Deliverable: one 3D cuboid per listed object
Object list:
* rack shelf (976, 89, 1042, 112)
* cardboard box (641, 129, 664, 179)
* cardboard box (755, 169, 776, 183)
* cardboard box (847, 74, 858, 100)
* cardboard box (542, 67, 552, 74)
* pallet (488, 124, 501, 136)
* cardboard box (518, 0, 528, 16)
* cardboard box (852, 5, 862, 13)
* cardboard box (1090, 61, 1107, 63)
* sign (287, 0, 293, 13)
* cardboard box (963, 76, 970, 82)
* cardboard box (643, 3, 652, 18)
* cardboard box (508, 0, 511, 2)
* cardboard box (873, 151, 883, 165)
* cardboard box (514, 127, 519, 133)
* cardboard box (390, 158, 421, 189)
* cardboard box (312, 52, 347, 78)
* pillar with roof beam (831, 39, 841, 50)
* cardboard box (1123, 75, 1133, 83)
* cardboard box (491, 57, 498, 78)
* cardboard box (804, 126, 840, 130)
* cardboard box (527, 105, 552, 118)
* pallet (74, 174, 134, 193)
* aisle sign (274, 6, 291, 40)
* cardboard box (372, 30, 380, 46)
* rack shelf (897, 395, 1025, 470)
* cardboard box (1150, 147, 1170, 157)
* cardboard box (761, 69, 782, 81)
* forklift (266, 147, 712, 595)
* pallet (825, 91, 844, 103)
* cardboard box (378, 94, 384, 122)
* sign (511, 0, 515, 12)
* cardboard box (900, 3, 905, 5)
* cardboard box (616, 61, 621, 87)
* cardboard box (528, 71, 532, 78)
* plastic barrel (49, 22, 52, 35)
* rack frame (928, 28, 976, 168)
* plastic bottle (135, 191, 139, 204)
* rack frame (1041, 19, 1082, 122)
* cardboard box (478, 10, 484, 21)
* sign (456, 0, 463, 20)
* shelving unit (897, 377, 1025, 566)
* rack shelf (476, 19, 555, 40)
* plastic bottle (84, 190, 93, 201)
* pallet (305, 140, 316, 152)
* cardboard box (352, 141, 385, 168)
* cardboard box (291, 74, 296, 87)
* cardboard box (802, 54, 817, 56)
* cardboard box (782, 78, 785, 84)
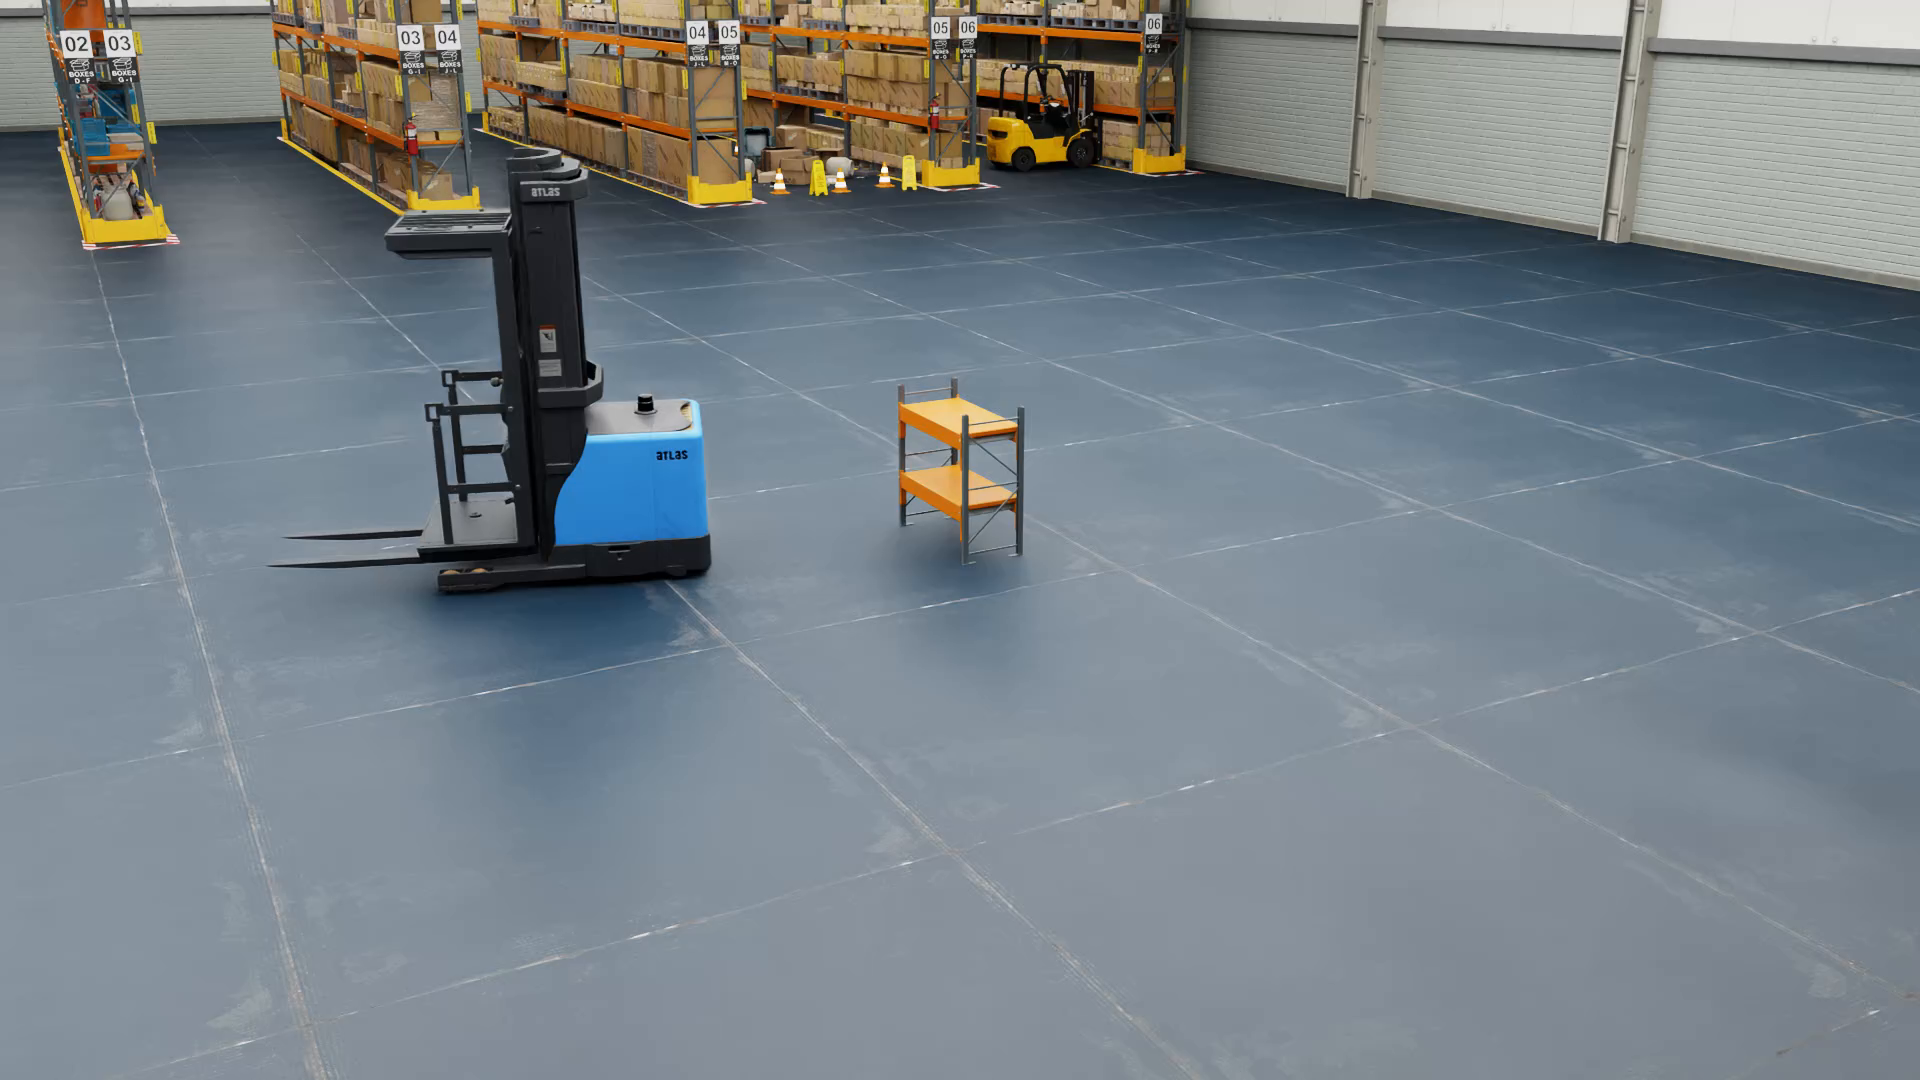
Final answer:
[{"bbox_3d":[1.372,-10.655,40.014,1.077,0.370,4.000,-10,21,-27],"label":"rack shelf"},{"bbox_3d":[-5.685,-7.600,32.671,0.875,0.875,0.875,-10,21,-26],"label":"cardboard box"},{"bbox_3d":[-3.916,-7.355,33.539,0.396,0.266,0.258,-6,20,-17],"label":"cardboard box"},{"bbox_3d":[-2.081,-9.670,35.446,0.500,0.500,0.500,-10,21,-27],"label":"cardboard box"},{"bbox_3d":[-9.261,-10.658,37.749,0.380,0.149,0.250,-9,21,-25],"label":"cardboard box"},{"bbox_3d":[-11.661,-10.722,43.379,1.003,0.211,1.213,-10,21,-27],"label":"pallet"},{"bbox_3d":[-10.069,-12.690,39.413,0.700,0.500,0.500,-10,21,-27],"label":"cardboard box"},{"bbox_3d":[-2.034,-11.116,34.812,0.380,0.149,0.250,-9,21,-25],"label":"cardboard box"},{"bbox_3d":[3.133,-10.656,37.311,0.380,0.149,0.250,-10,22,-28],"label":"cardboard box"},{"bbox_3d":[-15.053,-12.026,37.372,0.100,0.325,0.005,-10,21,-27],"label":"sign"},{"bbox_3d":[0.418,-11.333,41.106,0.500,0.250,0.500,-10,21,-26],"label":"cardboard box"},{"bbox_3d":[-5.646,-9.971,31.306,0.500,0.250,0.500,-10,21,-26],"label":"cardboard box"},{"bbox_3d":[-10.676,-13.046,40.093,0.380,0.149,0.250,-9,21,-25],"label":"cardboard box"},{"bbox_3d":[-1.485,-8.035,34.891,0.500,0.250,0.500,-10,22,-27],"label":"cardboard box"},{"bbox_3d":[-10.870,-10.216,41.366,0.380,0.149,0.250,-11,22,-28],"label":"cardboard box"},{"bbox_3d":[-10.333,-6.849,31.069,0.500,0.500,0.500,-3,19,-9],"label":"cardboard box"},{"bbox_3d":[-13.939,-10.553,36.925,0.797,0.503,0.637,-10,21,-26],"label":"cardboard box"},{"bbox_3d":[-7.653,-16.949,47.953,9.100,9.000,0.400,-10,21,-27],"label":"pillar with roof beam"},{"bbox_3d":[3.662,-9.752,35.145,0.380,0.149,0.250,-10,21,-26],"label":"cardboard box"},{"bbox_3d":[-11.584,-12.024,42.270,0.500,0.500,0.500,-10,21,-26],"label":"cardboard box"},{"bbox_3d":[-3.328,-9.381,38.605,0.950,0.372,0.625,-10,22,-28],"label":"cardboard box"},{"bbox_3d":[-10.034,-10.270,39.835,0.500,0.250,0.500,-11,22,-29],"label":"cardboard box"},{"bbox_3d":[-16.691,-6.951,32.451,1.003,0.211,1.213,-10,21,-27],"label":"pallet"},{"bbox_3d":[-16.763,-12.764,41.038,0.394,0.787,0.004,-10,21,-27],"label":"aisle sign"},{"bbox_3d":[-10.039,-8.849,29.308,0.500,0.250,0.500,-10,22,-28],"label":"cardboard box"},{"bbox_3d":[-0.003,-0.810,12.358,0.538,0.278,1.000,-10,21,-27],"label":"rack shelf"},{"bbox_3d":[4.160,-8.343,35.782,0.500,0.250,0.500,-10,21,-26],"label":"cardboard box"},{"bbox_3d":[-4.398,-11.065,39.561,0.500,0.250,0.500,-10,21,-27],"label":"cardboard box"},{"bbox_3d":[-3.346,-1.194,11.597,3.031,2.935,1.130,-3,19,-10],"label":"forklift"},{"bbox_3d":[-2.280,-9.802,36.734,1.003,0.211,1.213,-10,21,-27],"label":"pallet"},{"bbox_3d":[-10.075,-7.888,30.284,0.875,0.500,0.500,-10,21,-27],"label":"cardboard box"},{"bbox_3d":[-10.626,-12.728,39.528,0.100,0.325,0.005,-10,21,-27],"label":"sign"},{"bbox_3d":[-1.342,-13.892,43.282,0.380,0.149,0.250,-10,21,-26],"label":"cardboard box"},{"bbox_3d":[-6.594,-9.517,33.927,0.700,0.500,0.500,-10,22,-28],"label":"cardboard box"},{"bbox_3d":[-9.868,-10.888,38.872,0.380,0.149,0.250,-9,21,-24],"label":"cardboard box"},{"bbox_3d":[-17.147,-9.831,31.754,0.421,0.512,0.421,0,19,0],"label":"plastic barrel"},{"bbox_3d":[-0.146,-8.503,32.674,1.000,3.000,0.127,-10,21,-27],"label":"rack frame"},{"bbox_3d":[-14.023,-5.815,28.392,0.097,0.271,0.097,0,19,0],"label":"plastic bottle"},{"bbox_3d":[2.322,-10.421,38.233,1.000,3.000,0.127,-10,21,-27],"label":"rack frame"},{"bbox_3d":[-12.064,-13.479,42.726,0.500,0.250,0.500,-9,21,-25],"label":"cardboard box"},{"bbox_3d":[-8.390,-8.883,27.838,0.100,0.325,0.005,-10,21,-27],"label":"sign"},{"bbox_3d":[-0.003,-0.534,12.454,0.538,1.125,1.048,-10,21,-27],"label":"shelving unit"},{"bbox_3d":[-11.102,-12.804,41.643,1.077,0.370,4.000,-10,21,-27],"label":"rack shelf"},{"bbox_3d":[-15.018,-5.955,28.676,0.144,0.351,0.185,-11,22,-29],"label":"plastic bottle"},{"bbox_3d":[-14.858,-9.325,39.331,1.003,0.211,1.213,-10,21,-27],"label":"pallet"},{"bbox_3d":[-12.056,-7.944,34.213,0.700,0.500,0.500,-12,22,-31],"label":"cardboard box"},{"bbox_3d":[-15.496,-10.863,39.288,0.500,0.250,0.500,-10,21,-26],"label":"cardboard box"},{"bbox_3d":[-3.484,-11.098,38.943,0.500,0.500,0.500,-11,22,-28],"label":"cardboard box"},{"bbox_3d":[-3.954,-10.757,38.948,0.380,0.149,0.250,-11,22,-30],"label":"cardboard box"}]
